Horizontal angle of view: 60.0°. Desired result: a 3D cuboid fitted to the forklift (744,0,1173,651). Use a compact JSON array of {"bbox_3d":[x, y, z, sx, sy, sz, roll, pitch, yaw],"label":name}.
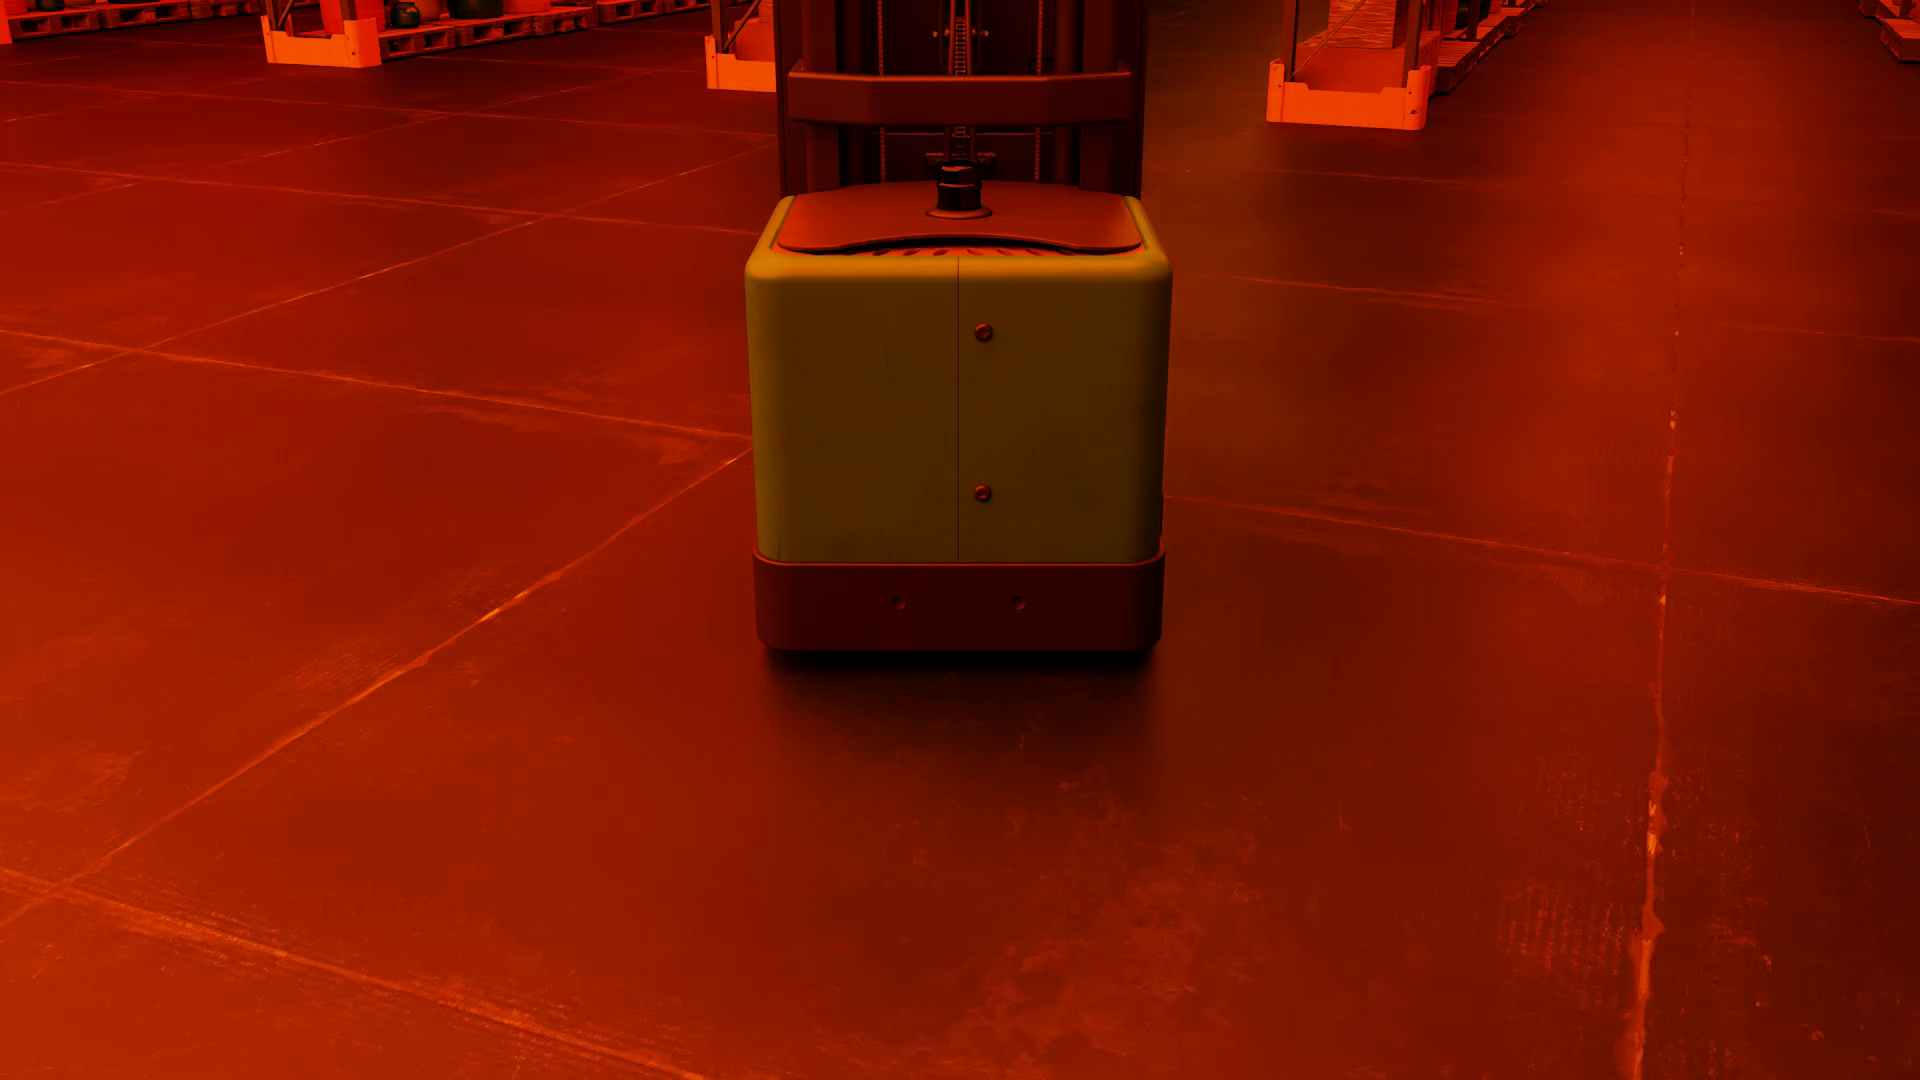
[{"bbox_3d":[0.002,-1.587,5.089,1.130,2.935,3.031,0,23,0],"label":"forklift"}]
